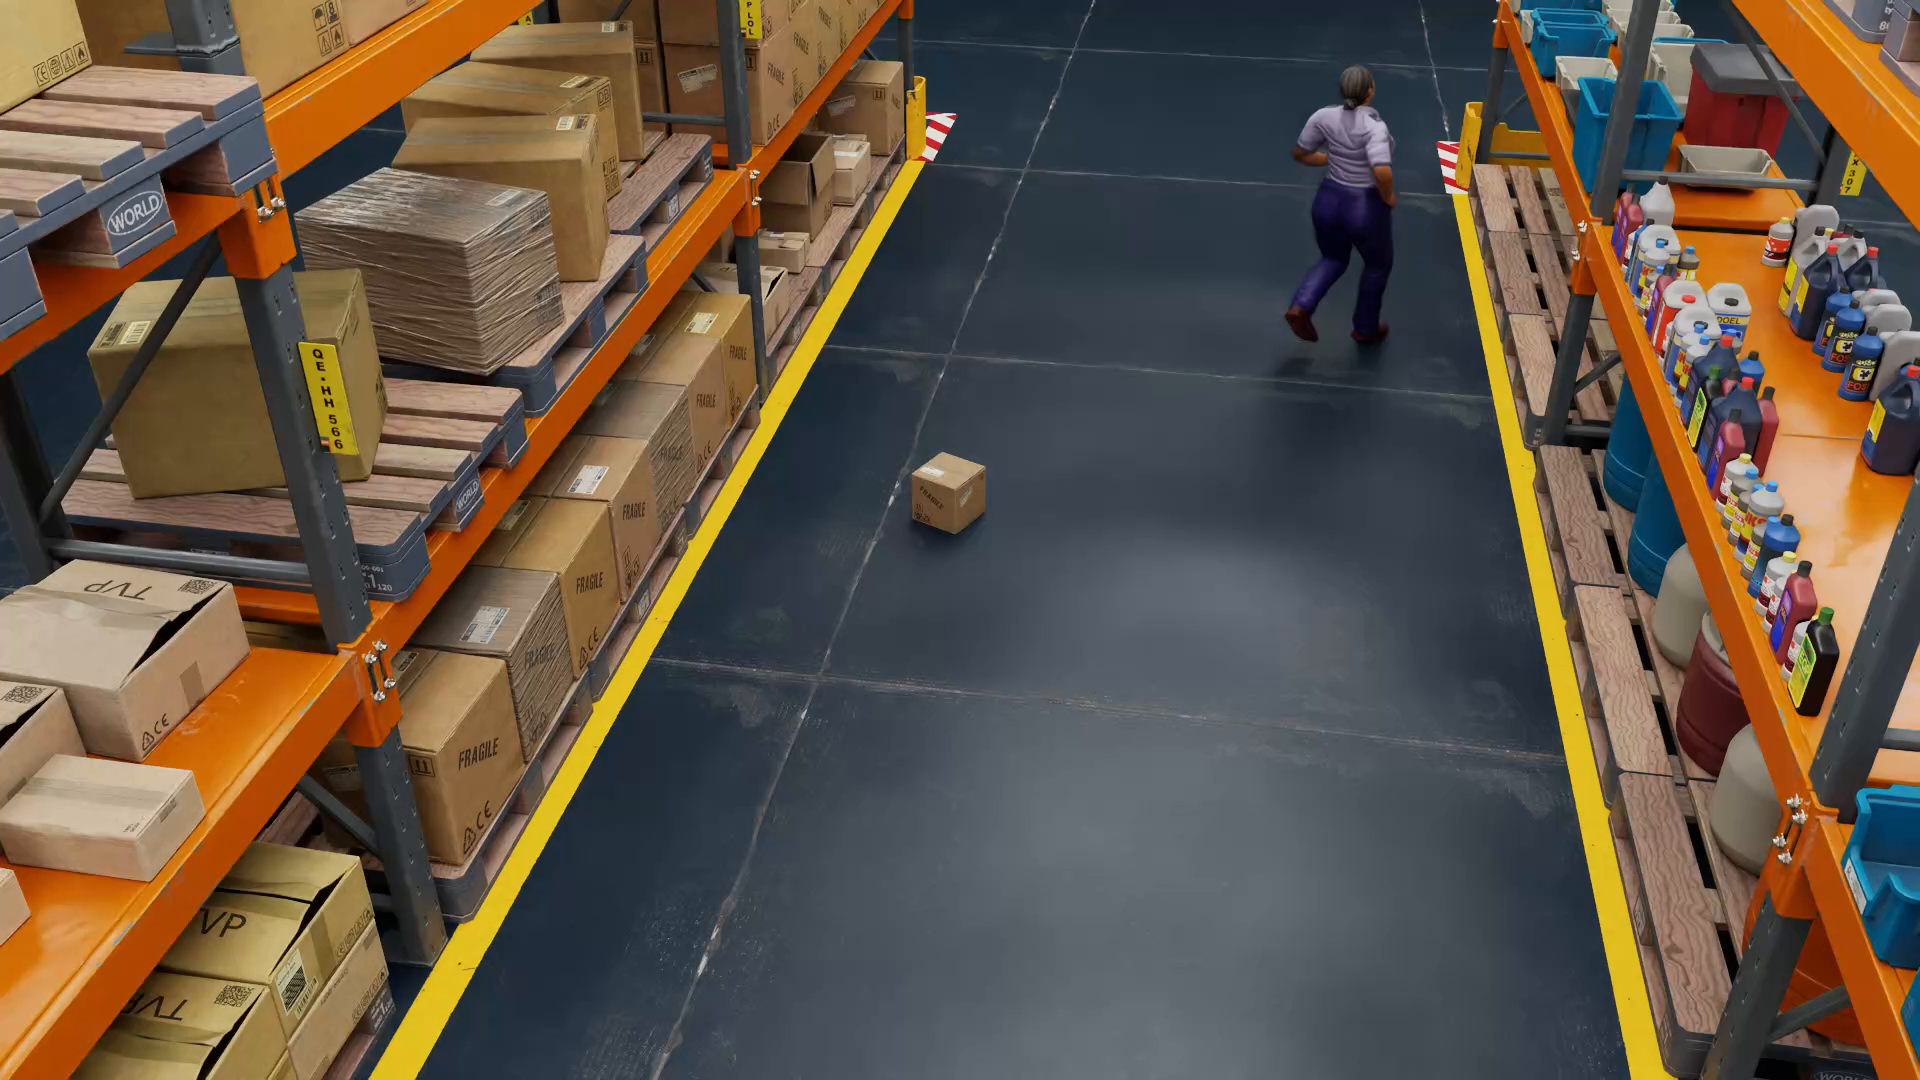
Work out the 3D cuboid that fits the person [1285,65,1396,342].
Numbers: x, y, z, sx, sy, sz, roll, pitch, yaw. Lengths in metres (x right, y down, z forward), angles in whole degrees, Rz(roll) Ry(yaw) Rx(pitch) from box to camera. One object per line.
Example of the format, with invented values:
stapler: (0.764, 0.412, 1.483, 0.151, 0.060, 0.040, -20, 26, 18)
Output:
person: (2.130, -1.781, 8.980, 0.642, 1.628, 0.741, 27, 41, 35)
